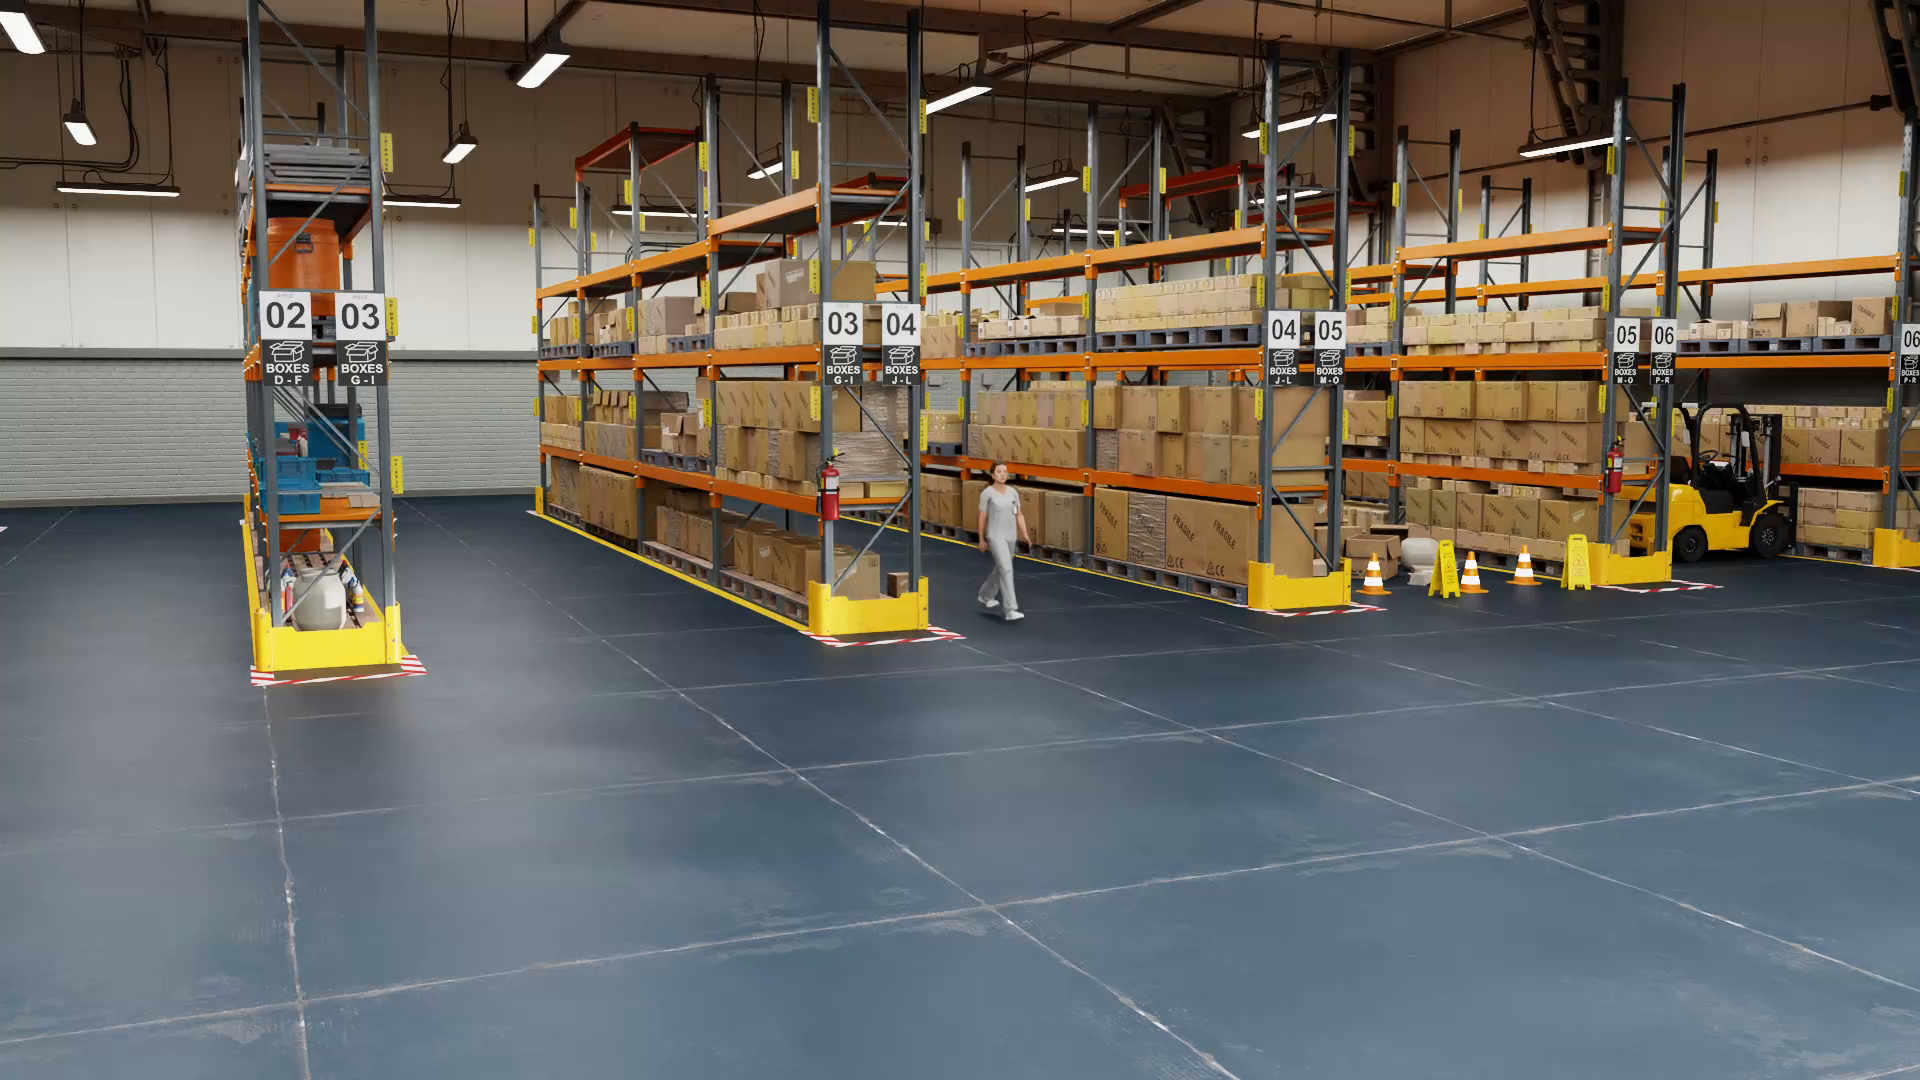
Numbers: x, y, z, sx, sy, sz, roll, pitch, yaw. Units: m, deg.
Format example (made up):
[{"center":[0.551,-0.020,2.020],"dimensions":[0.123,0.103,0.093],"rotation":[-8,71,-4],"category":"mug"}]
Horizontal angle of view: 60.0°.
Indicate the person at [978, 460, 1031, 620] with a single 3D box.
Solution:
[{"center":[0.434,-0.016,17.170],"dimensions":[0.450,1.613,1.051],"rotation":[-3,6,-32],"category":"person"}]
